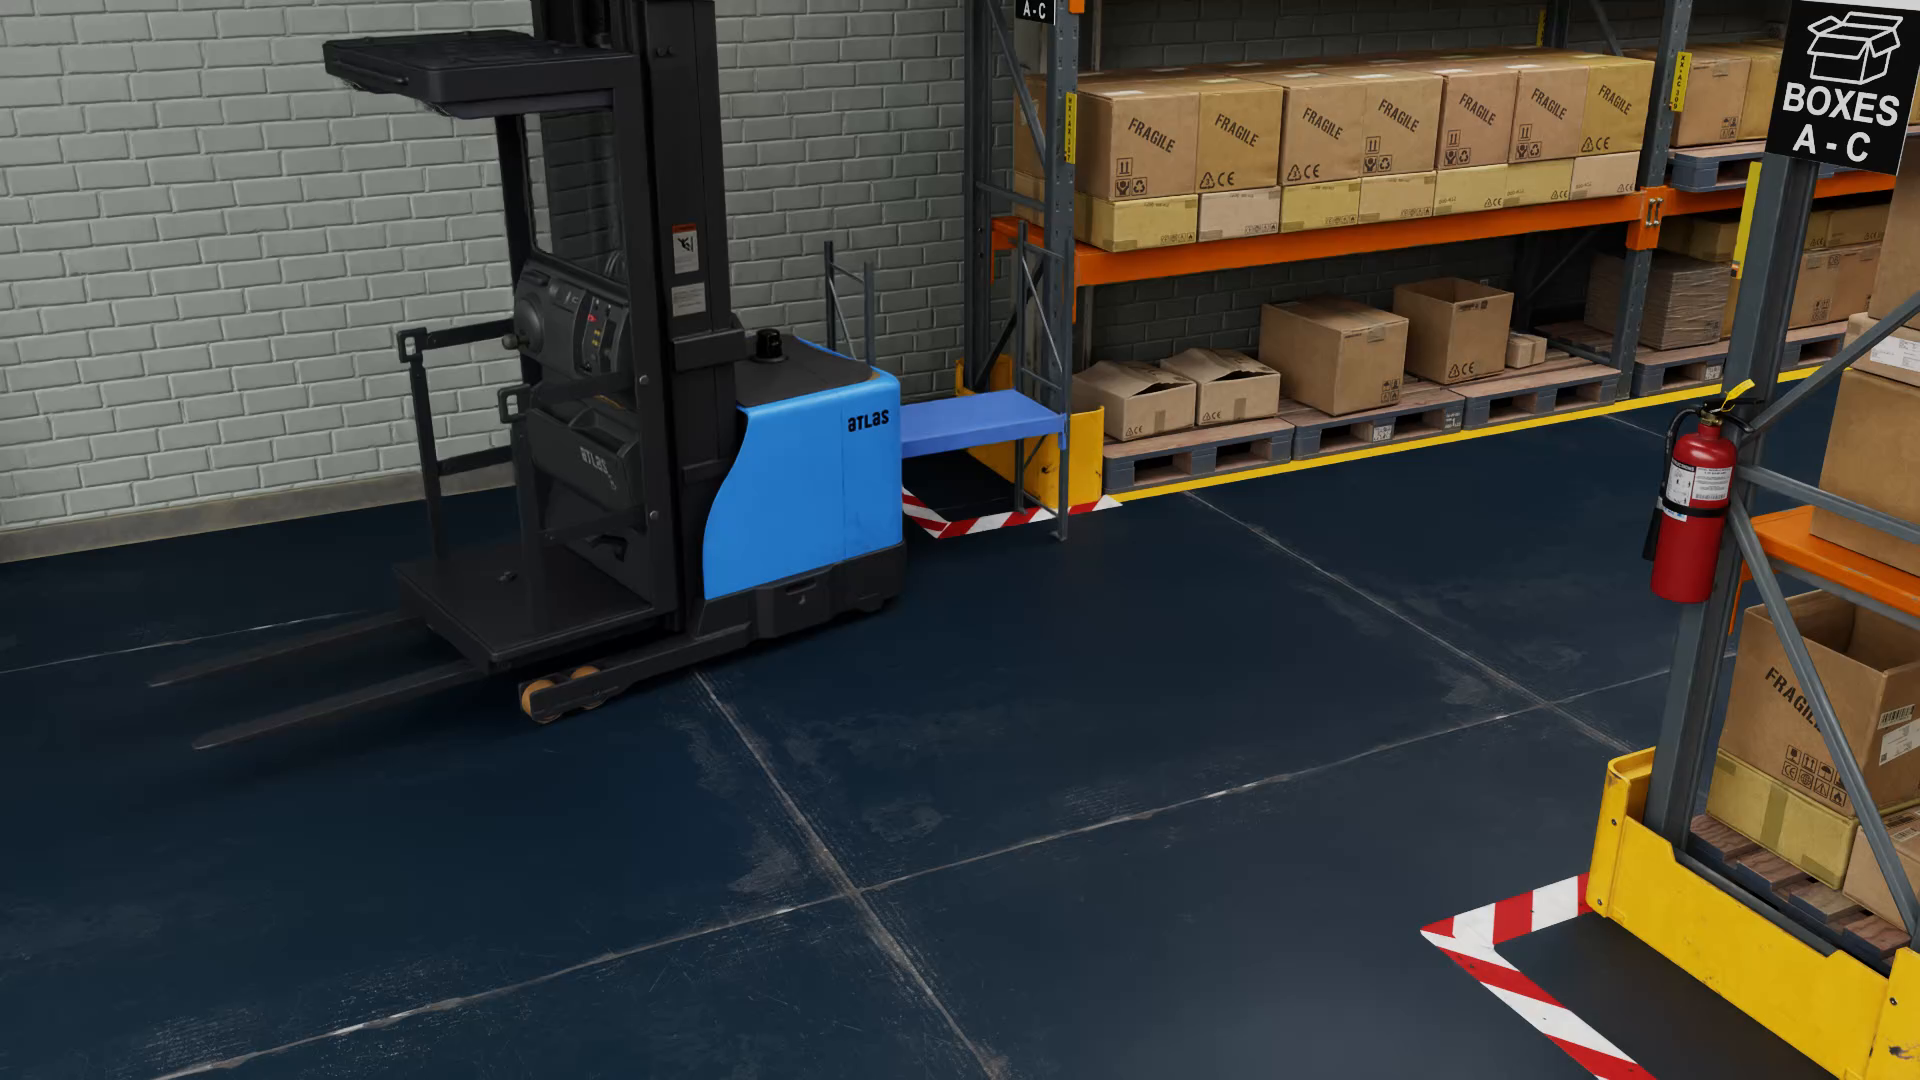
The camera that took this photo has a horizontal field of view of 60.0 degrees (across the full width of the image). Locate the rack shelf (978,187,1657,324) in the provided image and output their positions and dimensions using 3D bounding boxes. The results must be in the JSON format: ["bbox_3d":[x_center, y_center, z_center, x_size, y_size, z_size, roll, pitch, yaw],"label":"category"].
[{"bbox_3d":[2.094,-1.756,9.512,4.000,0.370,1.077,-10,25,-24],"label":"rack shelf"}]

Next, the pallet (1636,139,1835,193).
[{"bbox_3d":[4.648,-2.409,10.398,1.213,0.211,1.003,-10,25,-24],"label":"pallet"}]

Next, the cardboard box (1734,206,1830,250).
[{"bbox_3d":[5.414,-2.105,11.126,0.500,0.250,0.500,-11,25,-25],"label":"cardboard box"}]

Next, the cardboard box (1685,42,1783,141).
[{"bbox_3d":[4.876,-2.833,10.466,0.500,0.500,0.700,-8,24,-18],"label":"cardboard box"}]

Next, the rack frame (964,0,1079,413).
[{"bbox_3d":[0.292,-1.757,8.573,0.127,3.000,1.000,-10,25,-24],"label":"rack frame"}]

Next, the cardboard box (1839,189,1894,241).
[{"bbox_3d":[6.333,-2.269,11.521,0.500,0.250,0.500,-10,24,-23],"label":"cardboard box"}]

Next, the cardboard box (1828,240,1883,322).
[{"bbox_3d":[5.924,-1.857,11.508,0.500,0.500,0.700,-11,25,-24],"label":"cardboard box"}]

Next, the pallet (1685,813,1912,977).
[{"bbox_3d":[3.114,1.096,5.325,1.213,0.211,1.003,-10,25,-24],"label":"pallet"}]

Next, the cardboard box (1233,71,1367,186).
[{"bbox_3d":[1.770,-2.181,8.787,0.500,0.500,0.500,-11,25,-25],"label":"cardboard box"}]

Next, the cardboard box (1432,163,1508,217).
[{"bbox_3d":[2.701,-2.009,9.351,0.500,0.250,0.500,-11,25,-24],"label":"cardboard box"}]

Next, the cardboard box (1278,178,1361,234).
[{"bbox_3d":[1.792,-1.842,8.948,0.500,0.250,0.500,-11,25,-24],"label":"cardboard box"}]

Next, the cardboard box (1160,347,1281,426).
[{"bbox_3d":[1.468,-0.896,9.434,0.500,0.311,0.500,-8,24,-19],"label":"cardboard box"}]

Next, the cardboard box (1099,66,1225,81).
[{"bbox_3d":[1.082,-2.275,9.014,0.500,0.500,0.500,-10,25,-23],"label":"cardboard box"}]

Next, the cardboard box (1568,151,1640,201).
[{"bbox_3d":[3.600,-2.178,9.759,0.500,0.250,0.500,-10,25,-23],"label":"cardboard box"}]

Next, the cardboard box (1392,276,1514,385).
[{"bbox_3d":[2.978,-1.283,10.121,0.500,0.500,0.500,-12,26,-28],"label":"cardboard box"}]

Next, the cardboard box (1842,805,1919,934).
[{"bbox_3d":[3.023,1.014,4.926,0.500,0.250,0.500,-10,25,-24],"label":"cardboard box"}]

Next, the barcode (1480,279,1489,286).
[{"bbox_3d":[3.305,-1.610,10.492,0.075,0.075,0.001,-10,25,-24],"label":"barcode"}]

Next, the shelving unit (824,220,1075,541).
[{"bbox_3d":[-0.048,-0.690,7.956,1.048,1.500,0.538,-11,25,-24],"label":"shelving unit"}]

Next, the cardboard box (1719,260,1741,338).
[{"bbox_3d":[4.996,-1.700,11.127,0.500,0.500,0.700,-11,25,-25],"label":"cardboard box"}]

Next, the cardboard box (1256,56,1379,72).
[{"bbox_3d":[2.000,-2.446,9.426,0.500,0.500,0.500,-10,25,-23],"label":"cardboard box"}]

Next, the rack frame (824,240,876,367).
[{"bbox_3d":[-0.502,-0.603,7.745,0.032,1.500,0.500,-11,25,-24],"label":"rack frame"}]

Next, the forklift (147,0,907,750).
[{"bbox_3d":[-1.715,-0.865,6.507,3.031,2.935,1.130,-17,28,-35],"label":"forklift"}]

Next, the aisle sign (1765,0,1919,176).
[{"bbox_3d":[2.257,-1.342,4.171,0.004,0.787,0.394,-10,25,-24],"label":"aisle sign"}]

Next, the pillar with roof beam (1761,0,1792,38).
[{"bbox_3d":[7.821,-4.455,7.246,0.400,9.000,9.100,-10,25,-24],"label":"pillar with roof beam"}]

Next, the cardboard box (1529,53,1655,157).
[{"bbox_3d":[3.604,-2.522,9.610,0.500,0.500,0.500,-10,25,-24],"label":"cardboard box"}]

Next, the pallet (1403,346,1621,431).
[{"bbox_3d":[3.306,-1.009,10.411,1.213,0.211,1.003,-10,25,-24],"label":"pallet"}]

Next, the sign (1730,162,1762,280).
[{"bbox_3d":[2.220,-0.884,4.641,0.005,0.325,0.100,-10,25,-24],"label":"sign"}]

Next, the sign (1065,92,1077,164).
[{"bbox_3d":[0.527,-1.970,7.956,0.005,0.325,0.100,-10,25,-24],"label":"sign"}]

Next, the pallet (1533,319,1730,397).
[{"bbox_3d":[4.597,-1.262,11.022,1.213,0.211,1.003,-10,25,-24],"label":"pallet"}]

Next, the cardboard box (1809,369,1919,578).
[{"bbox_3d":[2.869,-0.170,4.608,0.500,0.500,0.700,-10,25,-24],"label":"cardboard box"}]

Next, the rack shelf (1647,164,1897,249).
[{"bbox_3d":[5.698,-2.420,11.115,4.000,0.370,1.077,-10,25,-24],"label":"rack shelf"}]

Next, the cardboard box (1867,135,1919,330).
[{"bbox_3d":[2.917,-0.778,4.381,0.500,0.500,0.700,-10,25,-23],"label":"cardboard box"}]

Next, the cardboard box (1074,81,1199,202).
[{"bbox_3d":[0.852,-2.019,8.395,0.500,0.500,0.500,-10,25,-24],"label":"cardboard box"}]

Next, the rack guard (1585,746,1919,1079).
[{"bbox_3d":[2.422,1.108,4.919,0.348,0.500,1.175,-10,25,-24],"label":"rack guard"}]

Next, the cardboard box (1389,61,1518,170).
[{"bbox_3d":[2.698,-2.357,9.213,0.500,0.500,0.500,-11,25,-25],"label":"cardboard box"}]

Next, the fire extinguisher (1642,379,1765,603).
[{"bbox_3d":[2.135,-0.155,4.804,0.183,0.674,0.296,-10,25,-24],"label":"fire extinguisher"}]

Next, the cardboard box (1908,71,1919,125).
[{"bbox_3d":[5.968,-3.038,10.961,0.500,0.500,0.700,-10,25,-24],"label":"cardboard box"}]

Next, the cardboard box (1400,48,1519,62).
[{"bbox_3d":[2.914,-2.617,9.839,0.500,0.500,0.500,-11,25,-24],"label":"cardboard box"}]

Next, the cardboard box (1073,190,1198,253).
[{"bbox_3d":[0.869,-1.669,8.529,0.500,0.250,0.500,-11,25,-25],"label":"cardboard box"}]
